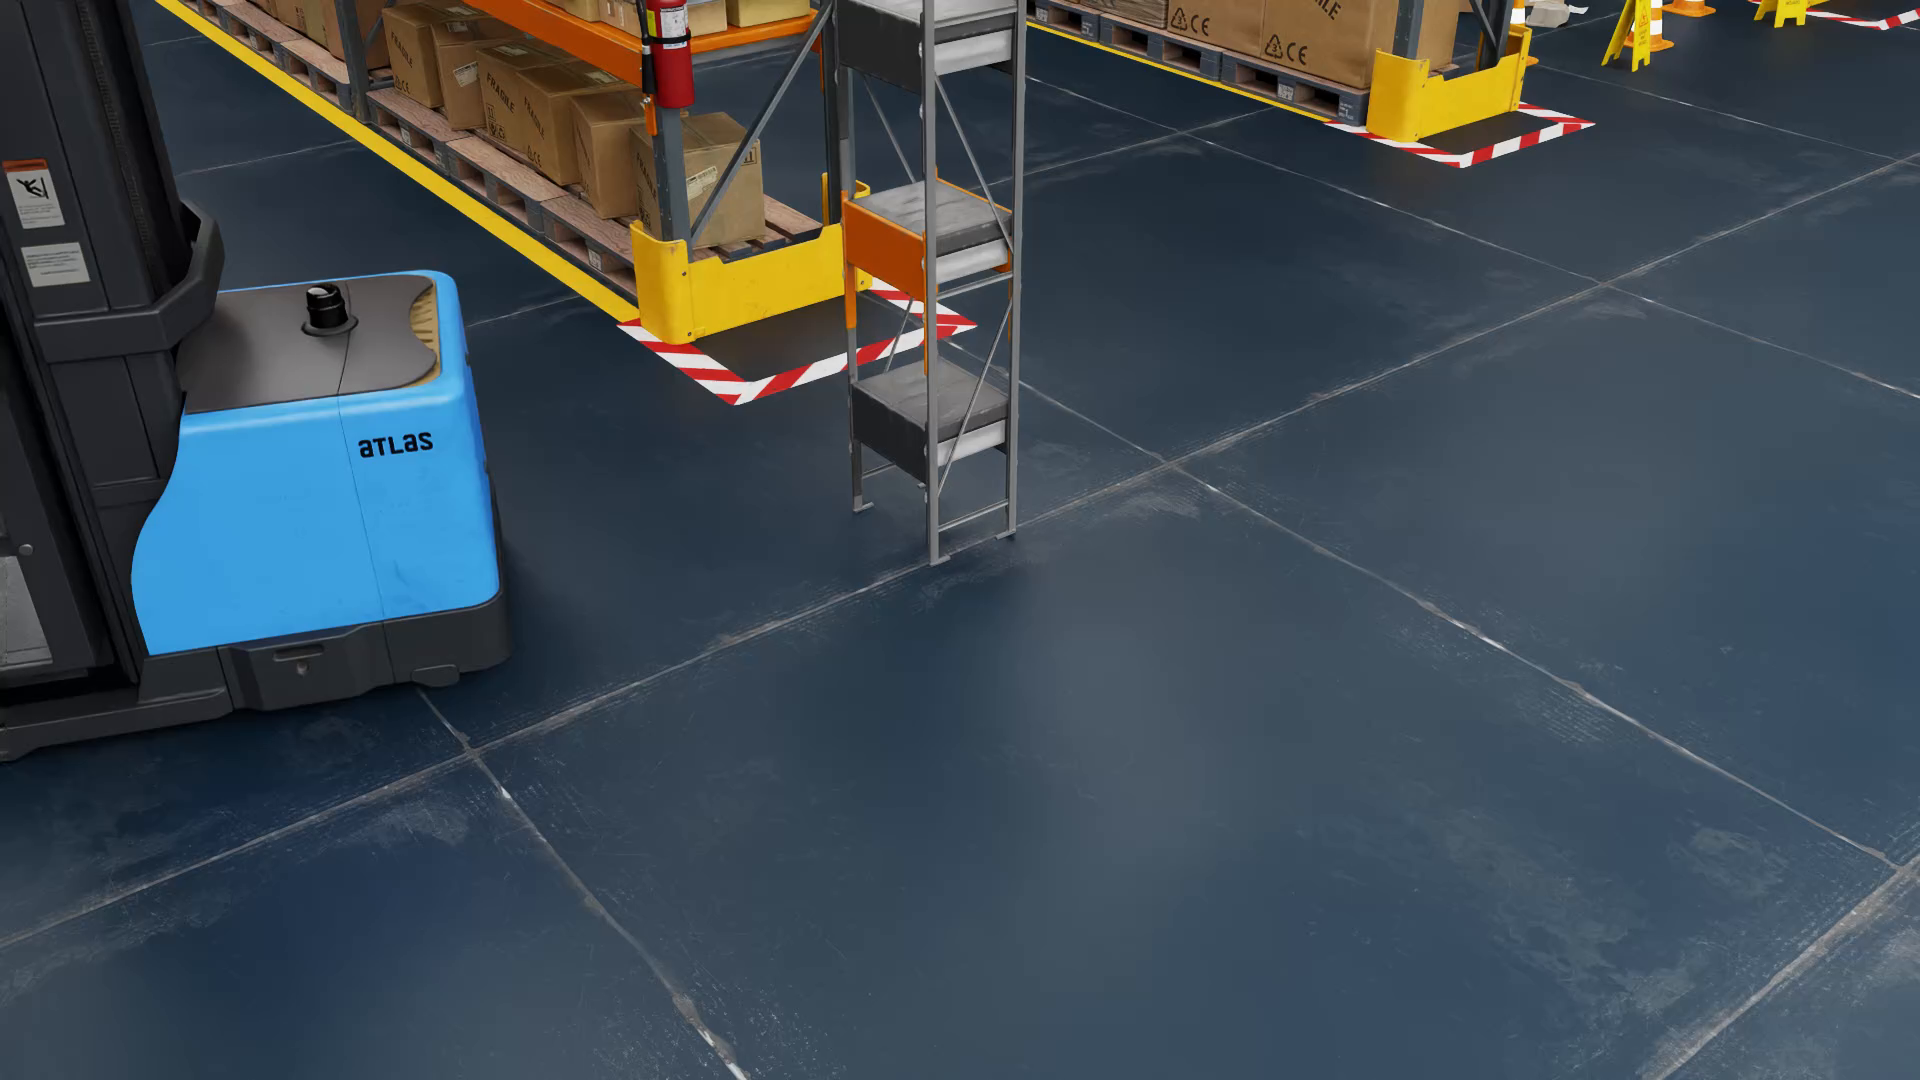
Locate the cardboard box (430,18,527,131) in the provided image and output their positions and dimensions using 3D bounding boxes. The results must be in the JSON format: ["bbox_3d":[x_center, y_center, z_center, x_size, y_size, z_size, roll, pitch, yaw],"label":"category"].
[{"bbox_3d":[-2.811,-2.761,9.824,0.500,0.500,0.500,-11,33,-16],"label":"cardboard box"}]

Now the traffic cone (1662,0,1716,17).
[{"bbox_3d":[5.616,-4.284,12.709,0.336,0.463,0.334,-22,38,-31],"label":"traffic cone"}]

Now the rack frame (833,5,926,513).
[{"bbox_3d":[-0.251,-1.063,5.971,0.400,2.100,0.015,-22,38,-31],"label":"rack frame"}]

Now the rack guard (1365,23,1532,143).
[{"bbox_3d":[3.066,-2.884,10.420,1.175,0.500,0.348,-22,38,-31],"label":"rack guard"}]

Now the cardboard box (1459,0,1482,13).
[{"bbox_3d":[3.822,-4.452,12.941,0.637,0.503,0.797,6,32,10],"label":"cardboard box"}]

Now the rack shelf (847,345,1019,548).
[{"bbox_3d":[-0.102,-0.355,6.184,0.431,0.518,0.480,-22,38,-31],"label":"rack shelf"}]

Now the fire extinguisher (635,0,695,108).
[{"bbox_3d":[-1.223,-2.164,6.964,0.296,0.674,0.183,-22,38,-31],"label":"fire extinguisher"}]

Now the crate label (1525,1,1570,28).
[{"bbox_3d":[4.417,-3.952,12.484,0.298,0.136,0.250,12,34,19],"label":"crate label"}]

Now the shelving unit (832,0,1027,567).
[{"bbox_3d":[-0.102,-0.961,5.807,0.431,2.100,0.503,-22,38,-31],"label":"shelving unit"}]

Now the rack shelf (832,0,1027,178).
[{"bbox_3d":[-0.101,-1.544,5.445,0.431,0.518,0.480,-22,38,-31],"label":"rack shelf"}]

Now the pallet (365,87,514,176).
[{"bbox_3d":[-2.942,-2.607,10.248,1.003,0.211,1.213,-22,38,-31],"label":"pallet"}]

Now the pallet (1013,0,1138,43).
[{"bbox_3d":[1.002,-4.096,12.645,1.003,0.211,1.213,-22,38,-31],"label":"pallet"}]

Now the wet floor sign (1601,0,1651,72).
[{"bbox_3d":[4.633,-3.584,11.410,0.232,0.644,0.267,26,40,35],"label":"wet floor sign"}]

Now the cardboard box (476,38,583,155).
[{"bbox_3d":[-2.368,-2.528,9.448,0.500,0.500,0.500,-26,40,-35],"label":"cardboard box"}]

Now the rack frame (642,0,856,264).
[{"bbox_3d":[-0.929,-2.393,7.261,1.000,3.000,0.127,-22,38,-31],"label":"rack frame"}]

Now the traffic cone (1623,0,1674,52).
[{"bbox_3d":[4.948,-3.783,11.902,0.336,0.463,0.334,-22,38,-31],"label":"traffic cone"}]

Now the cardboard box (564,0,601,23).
[{"bbox_3d":[-1.614,-2.531,7.720,0.380,0.149,0.250,-22,38,-31],"label":"cardboard box"}]

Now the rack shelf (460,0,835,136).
[{"bbox_3d":[-2.156,-2.921,8.792,1.077,0.370,4.000,-22,38,-31],"label":"rack shelf"}]

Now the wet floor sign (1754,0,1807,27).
[{"bbox_3d":[6.170,-4.174,12.359,0.267,0.644,0.232,-10,33,-15],"label":"wet floor sign"}]

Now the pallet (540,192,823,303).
[{"bbox_3d":[-1.446,-1.591,8.611,1.003,0.211,1.213,-22,38,-31],"label":"pallet"}]

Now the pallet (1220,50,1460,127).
[{"bbox_3d":[2.499,-3.079,11.008,1.003,0.211,1.213,-22,38,-31],"label":"pallet"}]

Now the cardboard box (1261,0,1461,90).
[{"bbox_3d":[2.583,-3.493,10.647,0.875,0.875,0.875,-22,38,-31],"label":"cardboard box"}]

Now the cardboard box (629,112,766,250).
[{"bbox_3d":[-1.299,-1.776,8.237,0.500,0.500,0.500,-15,35,-23],"label":"cardboard box"}]

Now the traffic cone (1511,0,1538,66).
[{"bbox_3d":[3.847,-3.559,11.542,0.336,0.463,0.334,-22,38,-31],"label":"traffic cone"}]

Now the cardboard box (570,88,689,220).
[{"bbox_3d":[-1.692,-2.014,8.620,0.500,0.500,0.500,-12,34,-19],"label":"cardboard box"}]

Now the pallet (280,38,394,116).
[{"bbox_3d":[-3.861,-3.200,11.202,1.003,0.211,1.213,-22,38,-31],"label":"pallet"}]

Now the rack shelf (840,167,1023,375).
[{"bbox_3d":[-0.102,-0.949,5.814,0.431,0.518,0.480,-22,38,-31],"label":"rack shelf"}]

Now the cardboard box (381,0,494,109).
[{"bbox_3d":[-3.168,-2.997,10.204,0.500,0.500,0.500,-24,39,-33],"label":"cardboard box"}]

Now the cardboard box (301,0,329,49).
[{"bbox_3d":[-4.019,-3.653,11.241,0.700,0.500,0.500,-23,38,-32],"label":"cardboard box"}]

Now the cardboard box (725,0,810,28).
[{"bbox_3d":[-0.916,-2.483,7.642,0.380,0.149,0.250,-22,38,-31],"label":"cardboard box"}]

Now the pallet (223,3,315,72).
[{"bbox_3d":[-4.613,-3.709,12.021,1.003,0.211,1.213,-22,38,-31],"label":"pallet"}]

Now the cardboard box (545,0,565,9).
[{"bbox_3d":[-1.755,-2.640,7.895,0.380,0.149,0.250,-22,38,-31],"label":"cardboard box"}]

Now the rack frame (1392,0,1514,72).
[{"bbox_3d":[3.051,-3.956,9.777,1.000,3.000,0.127,-22,38,-31],"label":"rack frame"}]

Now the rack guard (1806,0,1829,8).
[{"bbox_3d":[6.852,-4.569,13.133,1.175,0.500,0.348,-22,38,-31],"label":"rack guard"}]

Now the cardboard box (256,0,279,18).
[{"bbox_3d":[-4.705,-4.119,11.991,0.700,0.500,0.500,-19,37,-28],"label":"cardboard box"}]

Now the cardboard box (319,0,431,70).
[{"bbox_3d":[-3.742,-3.448,10.911,0.700,0.500,0.500,-26,40,-35],"label":"cardboard box"}]

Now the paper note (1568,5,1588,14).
[{"bbox_3d":[4.747,-4.088,12.804,0.142,0.019,0.148,18,36,27],"label":"paper note"}]

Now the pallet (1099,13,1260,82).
[{"bbox_3d":[1.755,-3.587,11.826,1.003,0.211,1.213,-22,38,-31],"label":"pallet"}]

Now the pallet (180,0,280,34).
[{"bbox_3d":[-5.357,-4.217,12.839,1.003,0.211,1.213,-22,38,-31],"label":"pallet"}]

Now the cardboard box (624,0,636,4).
[{"bbox_3d":[-1.245,-2.800,7.539,0.875,0.500,0.500,-22,38,-31],"label":"cardboard box"}]

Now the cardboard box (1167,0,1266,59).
[{"bbox_3d":[2.042,-3.859,11.236,0.875,0.875,0.875,-23,39,-32],"label":"cardboard box"}]

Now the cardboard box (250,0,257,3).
[{"bbox_3d":[-5.058,-4.353,12.367,0.700,0.500,0.500,-26,40,-35],"label":"cardboard box"}]

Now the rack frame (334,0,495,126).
[{"bbox_3d":[-3.382,-4.060,9.945,1.000,3.000,0.127,-22,38,-31],"label":"rack frame"}]

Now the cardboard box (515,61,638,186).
[{"bbox_3d":[-2.061,-2.281,9.050,0.500,0.500,0.500,-19,36,-27],"label":"cardboard box"}]

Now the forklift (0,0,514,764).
[{"bbox_3d":[-3.059,-0.819,4.790,3.031,2.935,1.130,-9,33,-14],"label":"forklift"}]

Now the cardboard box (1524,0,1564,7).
[{"bbox_3d":[4.500,-4.281,13.002,0.380,0.149,0.250,-4,32,-7],"label":"cardboard box"}]

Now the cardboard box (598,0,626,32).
[{"bbox_3d":[-1.420,-2.443,7.579,0.380,0.149,0.250,-22,38,-31],"label":"cardboard box"}]

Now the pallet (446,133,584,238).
[{"bbox_3d":[-2.190,-2.099,9.429,1.003,0.211,1.213,-22,38,-31],"label":"pallet"}]

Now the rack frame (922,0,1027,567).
[{"bbox_3d":[0.048,-0.859,5.643,0.400,2.100,0.015,-22,38,-31],"label":"rack frame"}]

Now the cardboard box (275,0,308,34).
[{"bbox_3d":[-4.363,-3.886,11.616,0.700,0.500,0.500,-26,40,-35],"label":"cardboard box"}]

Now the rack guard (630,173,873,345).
[{"bbox_3d":[-0.976,-1.363,7.971,1.175,0.500,0.348,-22,38,-31],"label":"rack guard"}]

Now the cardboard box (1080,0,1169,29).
[{"bbox_3d":[1.484,-4.240,11.849,0.875,0.875,0.875,-22,38,-31],"label":"cardboard box"}]

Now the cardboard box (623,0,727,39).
[{"bbox_3d":[-1.267,-2.339,7.411,0.380,0.149,0.250,-22,38,-31],"label":"cardboard box"}]

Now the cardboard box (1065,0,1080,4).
[{"bbox_3d":[0.928,-4.614,12.452,0.875,0.875,0.875,-22,38,-31],"label":"cardboard box"}]
